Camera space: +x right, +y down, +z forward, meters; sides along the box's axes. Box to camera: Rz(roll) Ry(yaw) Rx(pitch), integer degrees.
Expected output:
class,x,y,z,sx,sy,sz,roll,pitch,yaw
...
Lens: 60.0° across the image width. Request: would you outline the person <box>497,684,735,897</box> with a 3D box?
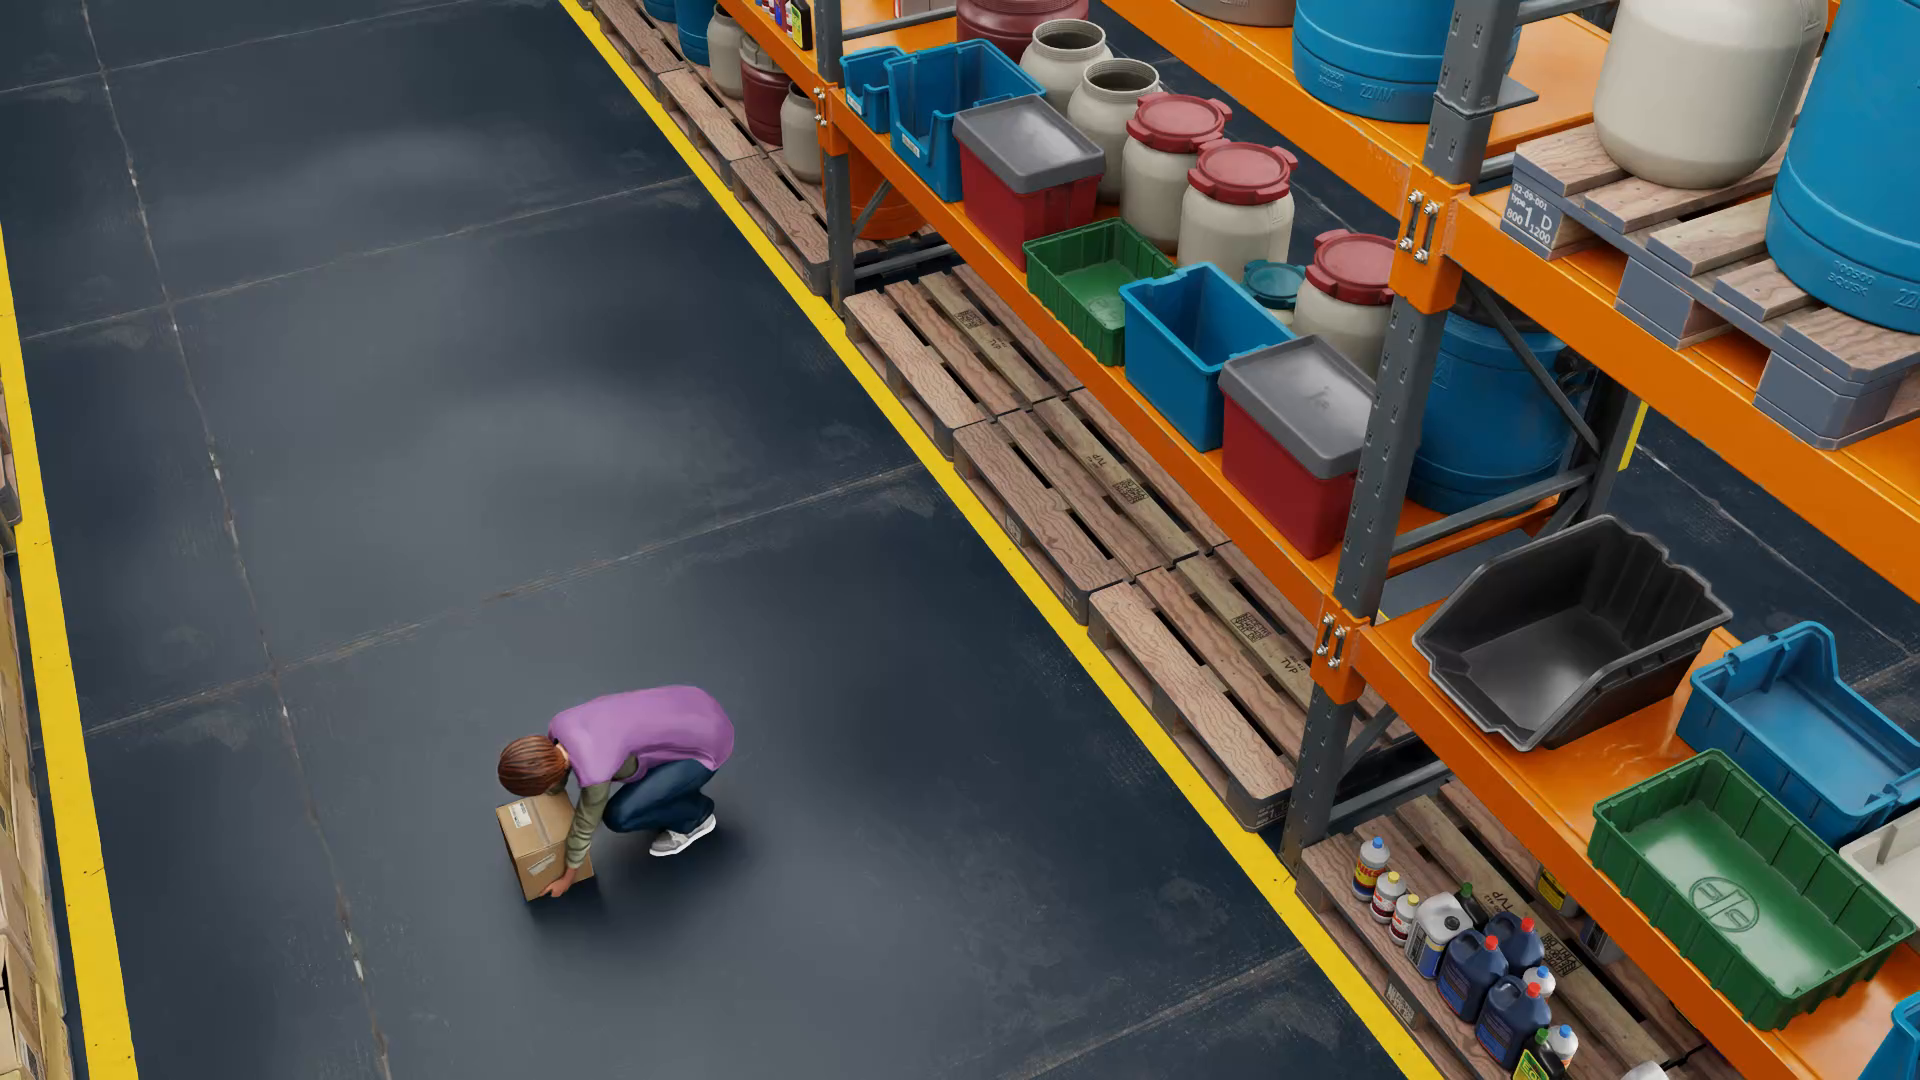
class,x,y,z,sx,sy,sz,roll,pitch,yaw
person,-1.200,0.857,5.953,0.839,0.734,0.432,-20,45,-21
